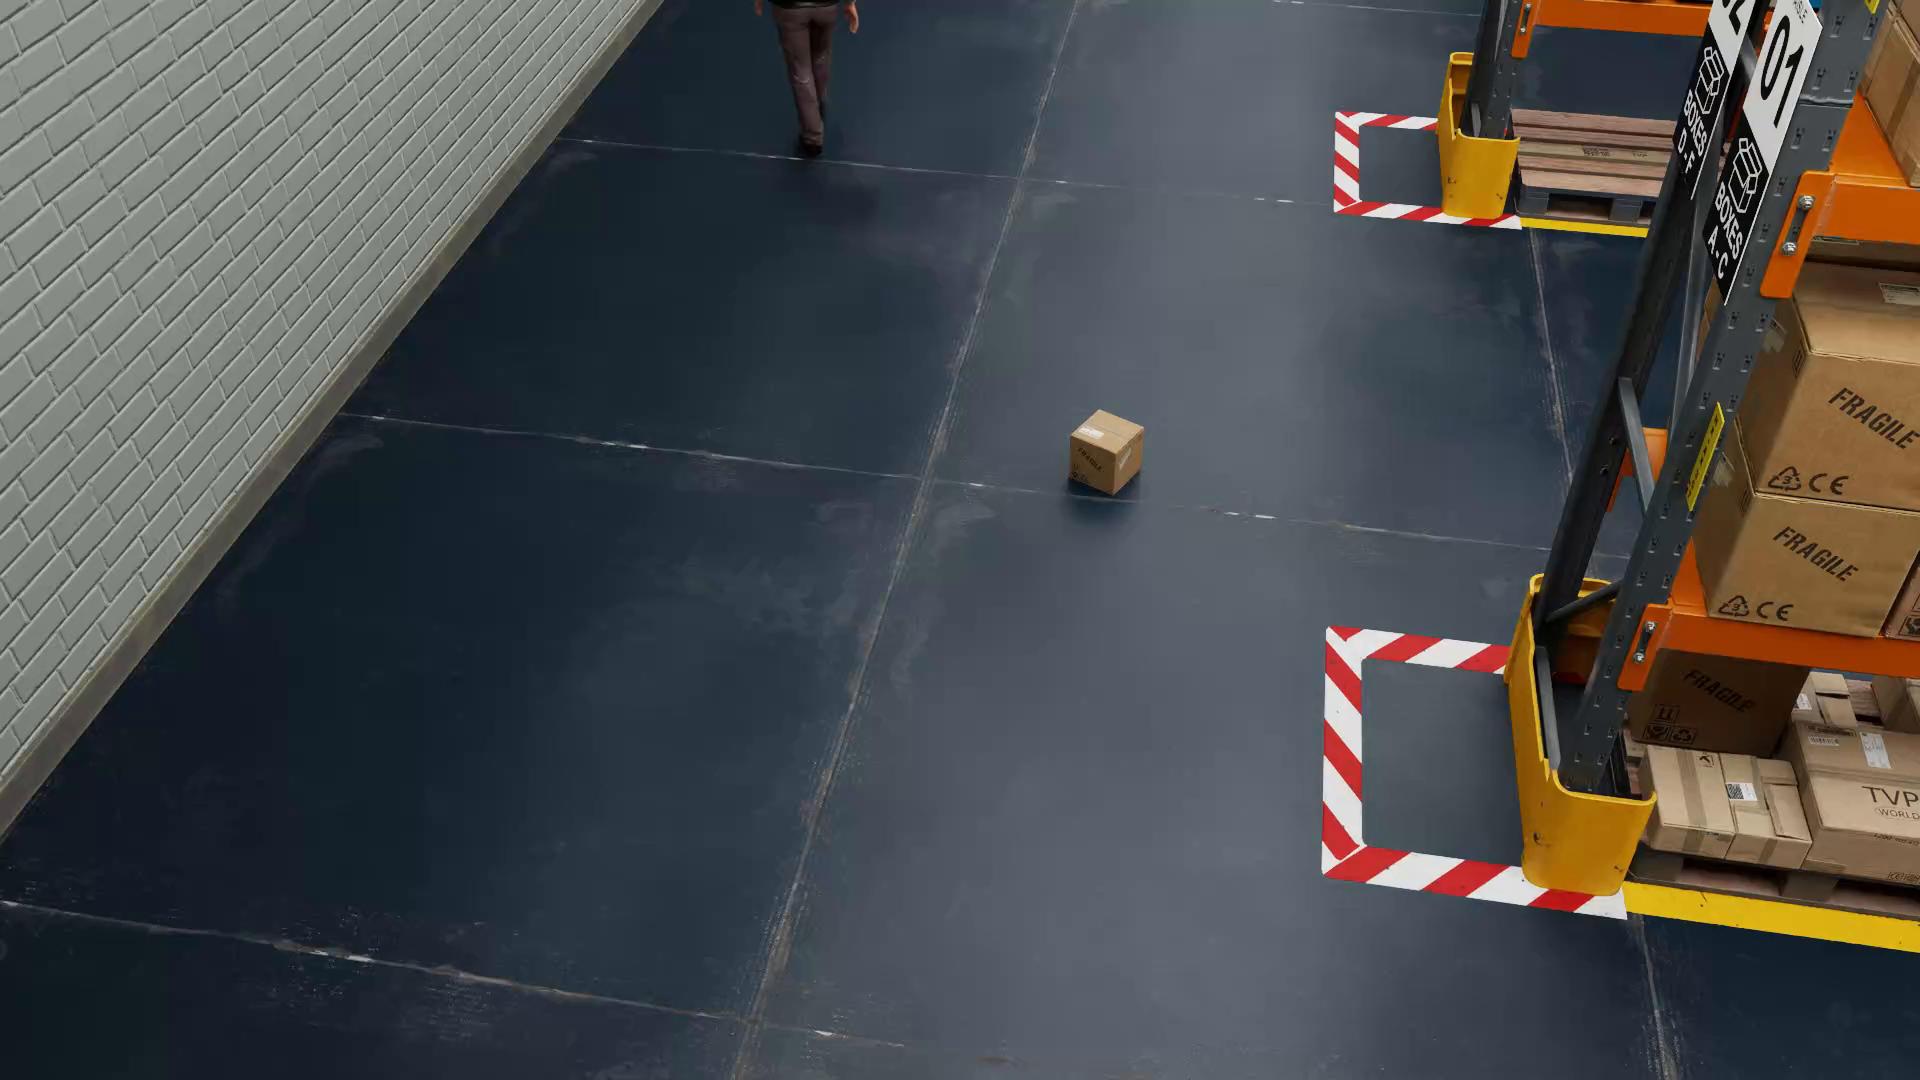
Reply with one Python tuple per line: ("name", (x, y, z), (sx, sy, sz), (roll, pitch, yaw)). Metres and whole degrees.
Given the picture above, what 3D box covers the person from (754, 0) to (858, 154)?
("person", (-0.965, -3.261, 10.016), (0.572, 1.703, 0.863), (-14, 42, -16))
